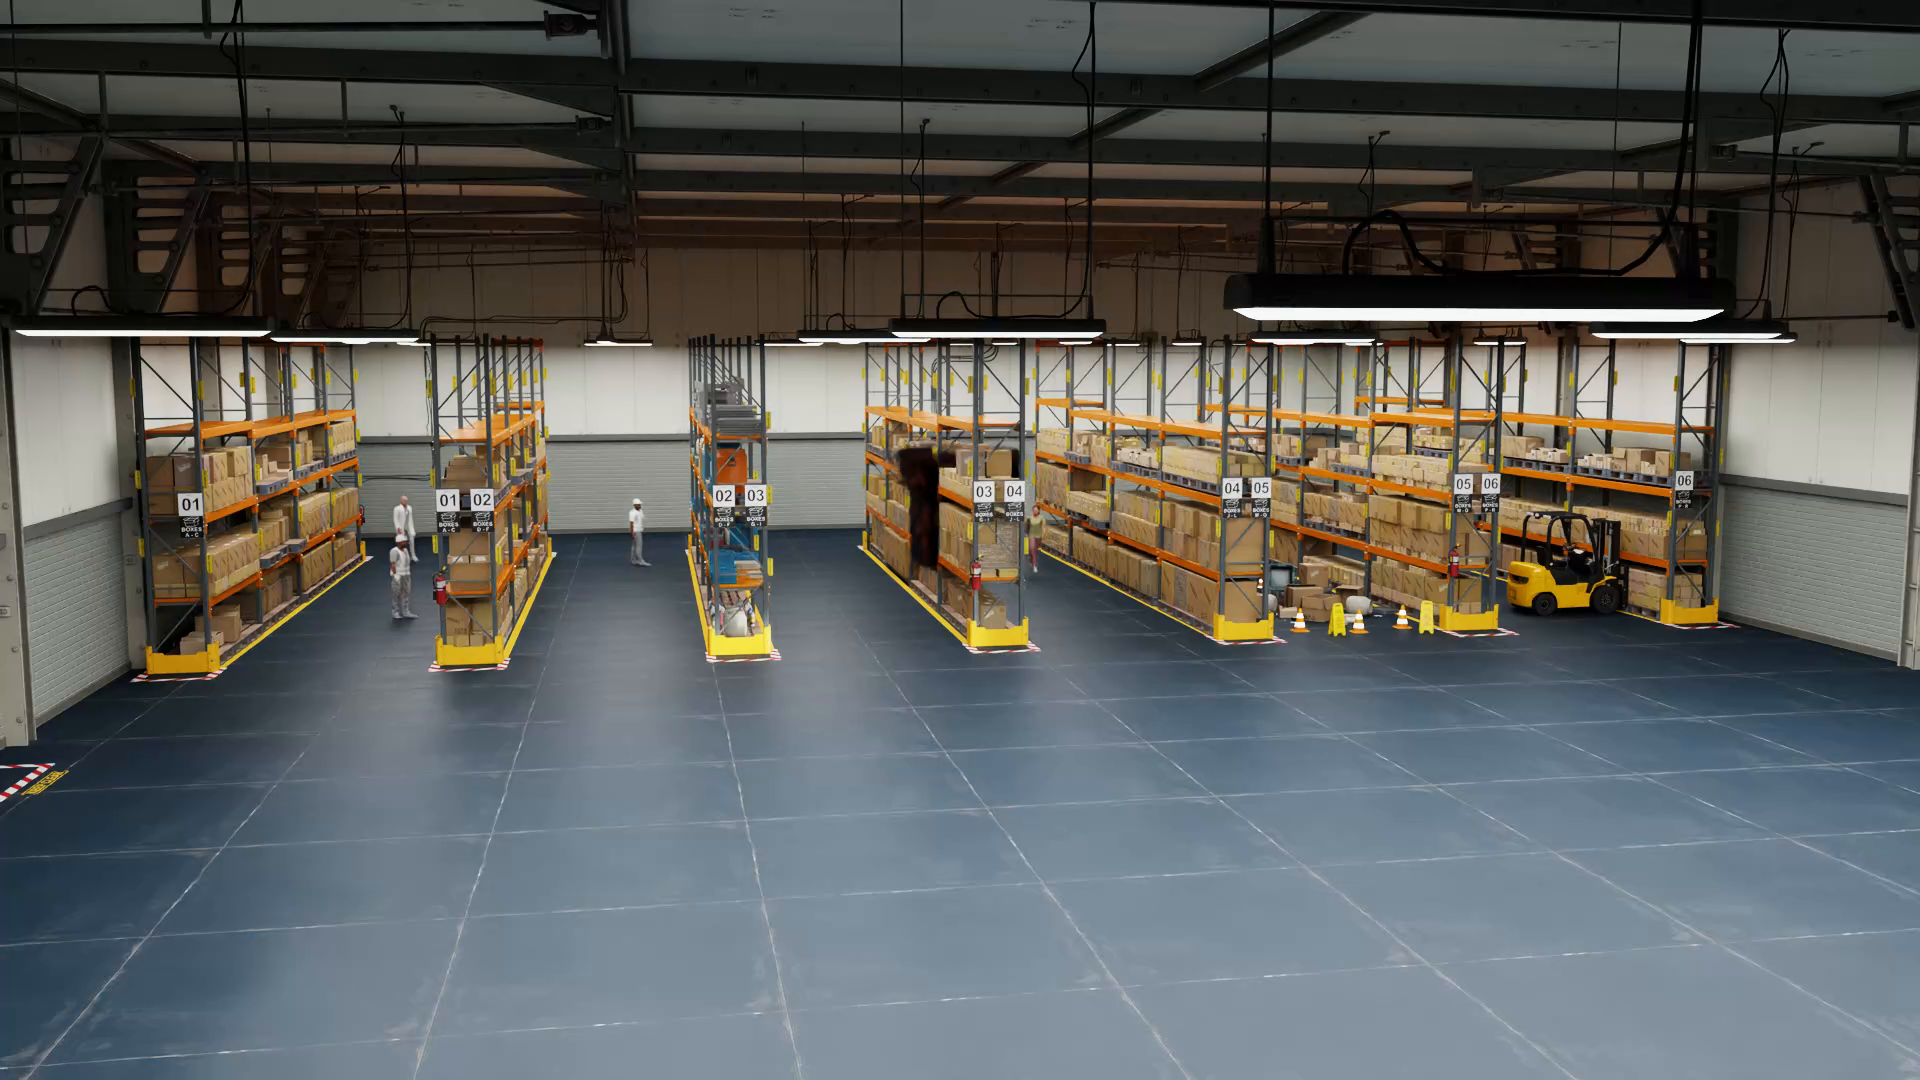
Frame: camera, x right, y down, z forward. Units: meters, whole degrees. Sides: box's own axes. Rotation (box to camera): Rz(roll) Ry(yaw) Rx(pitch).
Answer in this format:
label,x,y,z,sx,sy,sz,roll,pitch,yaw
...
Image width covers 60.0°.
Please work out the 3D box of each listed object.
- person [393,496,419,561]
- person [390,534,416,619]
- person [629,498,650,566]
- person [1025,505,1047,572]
label,x,y,z,sx,sy,sz,roll,pitch,yaw
person,-15.024,-0.314,44.981,0.581,1.733,1.028,-3,7,-28
person,-11.896,0.781,35.420,0.472,1.796,0.602,3,7,28
person,-8.499,-0.228,44.284,0.559,1.766,0.588,0,7,3
person,1.897,-0.068,41.378,0.495,1.628,0.981,-1,7,-11
